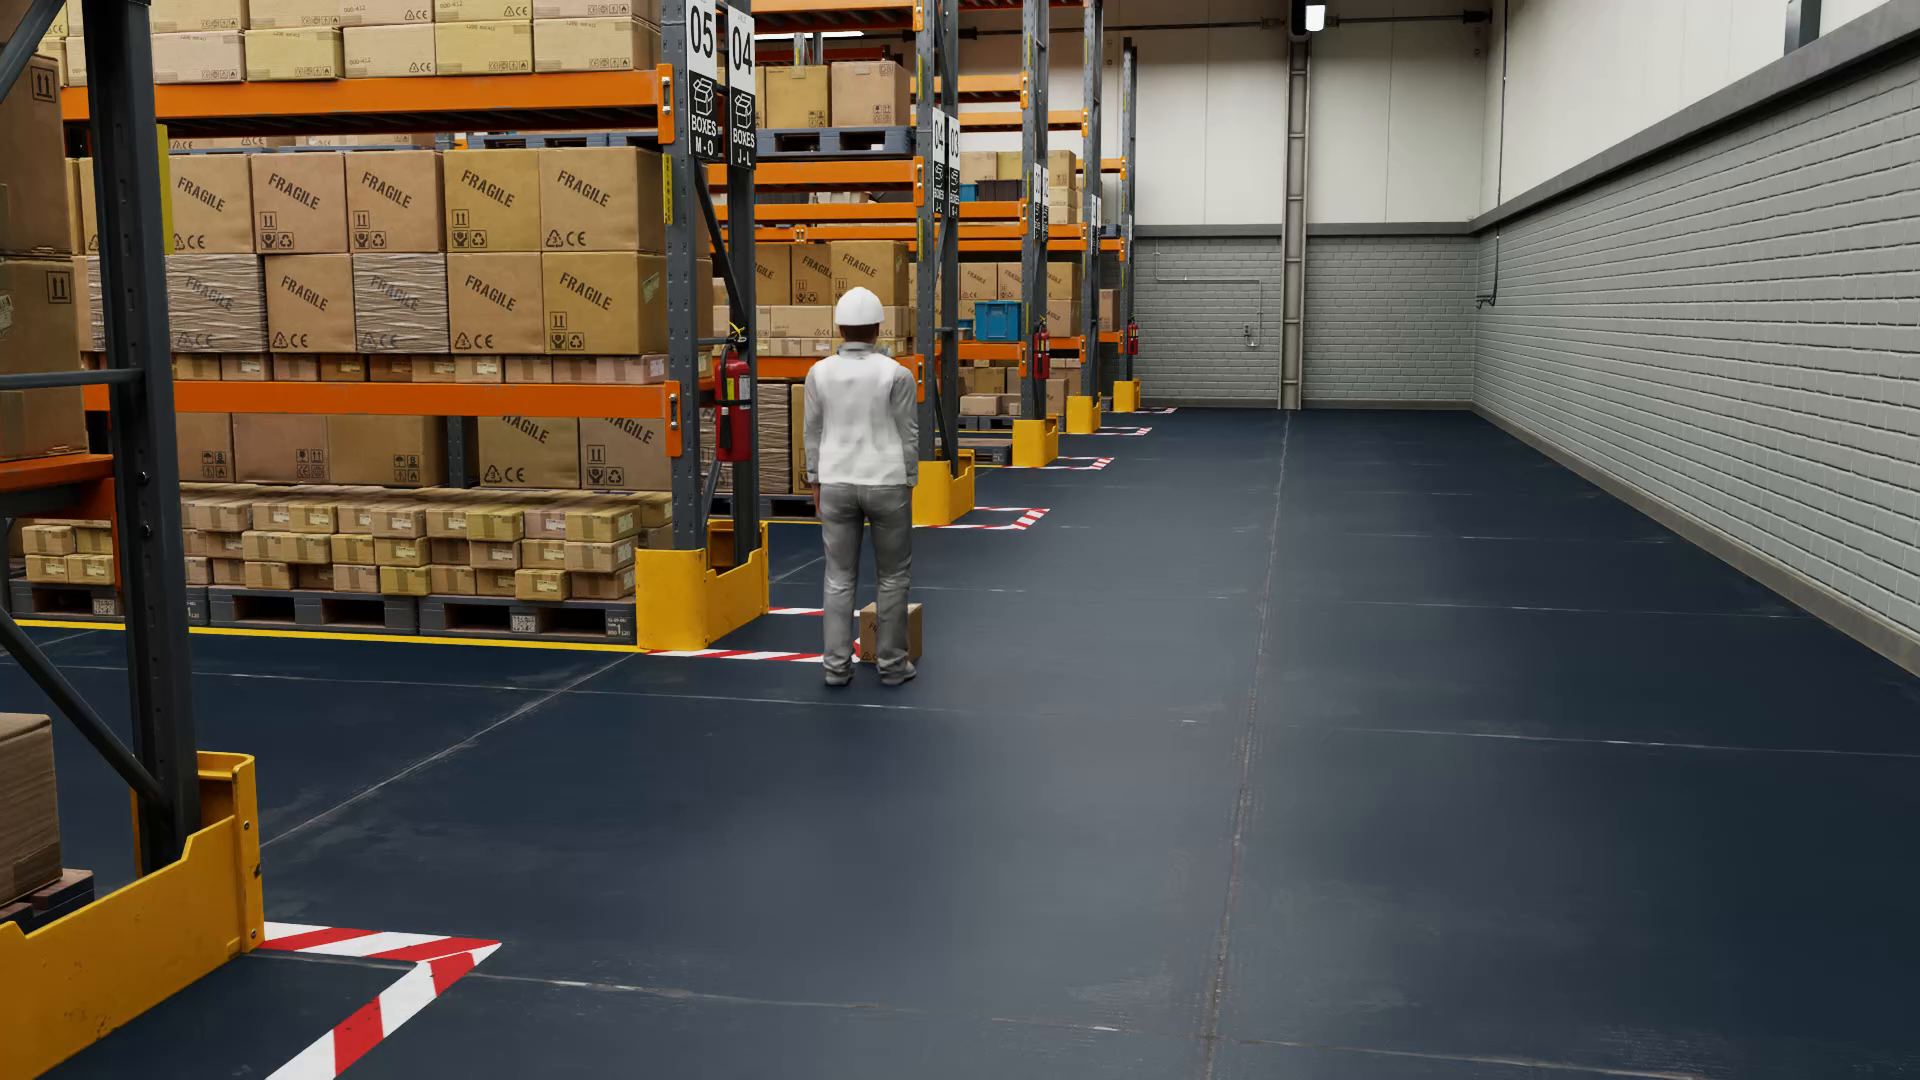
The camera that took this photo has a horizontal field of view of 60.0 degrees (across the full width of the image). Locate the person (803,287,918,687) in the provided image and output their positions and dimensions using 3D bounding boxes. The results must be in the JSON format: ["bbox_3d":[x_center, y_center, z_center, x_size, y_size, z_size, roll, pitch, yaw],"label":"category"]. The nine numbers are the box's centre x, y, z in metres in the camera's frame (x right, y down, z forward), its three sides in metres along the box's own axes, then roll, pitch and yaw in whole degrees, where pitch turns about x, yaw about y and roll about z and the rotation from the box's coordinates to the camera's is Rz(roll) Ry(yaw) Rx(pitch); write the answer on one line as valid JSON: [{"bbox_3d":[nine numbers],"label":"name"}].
[{"bbox_3d":[-0.437,-0.236,7.460,0.531,1.774,0.359,2,8,13],"label":"person"}]
